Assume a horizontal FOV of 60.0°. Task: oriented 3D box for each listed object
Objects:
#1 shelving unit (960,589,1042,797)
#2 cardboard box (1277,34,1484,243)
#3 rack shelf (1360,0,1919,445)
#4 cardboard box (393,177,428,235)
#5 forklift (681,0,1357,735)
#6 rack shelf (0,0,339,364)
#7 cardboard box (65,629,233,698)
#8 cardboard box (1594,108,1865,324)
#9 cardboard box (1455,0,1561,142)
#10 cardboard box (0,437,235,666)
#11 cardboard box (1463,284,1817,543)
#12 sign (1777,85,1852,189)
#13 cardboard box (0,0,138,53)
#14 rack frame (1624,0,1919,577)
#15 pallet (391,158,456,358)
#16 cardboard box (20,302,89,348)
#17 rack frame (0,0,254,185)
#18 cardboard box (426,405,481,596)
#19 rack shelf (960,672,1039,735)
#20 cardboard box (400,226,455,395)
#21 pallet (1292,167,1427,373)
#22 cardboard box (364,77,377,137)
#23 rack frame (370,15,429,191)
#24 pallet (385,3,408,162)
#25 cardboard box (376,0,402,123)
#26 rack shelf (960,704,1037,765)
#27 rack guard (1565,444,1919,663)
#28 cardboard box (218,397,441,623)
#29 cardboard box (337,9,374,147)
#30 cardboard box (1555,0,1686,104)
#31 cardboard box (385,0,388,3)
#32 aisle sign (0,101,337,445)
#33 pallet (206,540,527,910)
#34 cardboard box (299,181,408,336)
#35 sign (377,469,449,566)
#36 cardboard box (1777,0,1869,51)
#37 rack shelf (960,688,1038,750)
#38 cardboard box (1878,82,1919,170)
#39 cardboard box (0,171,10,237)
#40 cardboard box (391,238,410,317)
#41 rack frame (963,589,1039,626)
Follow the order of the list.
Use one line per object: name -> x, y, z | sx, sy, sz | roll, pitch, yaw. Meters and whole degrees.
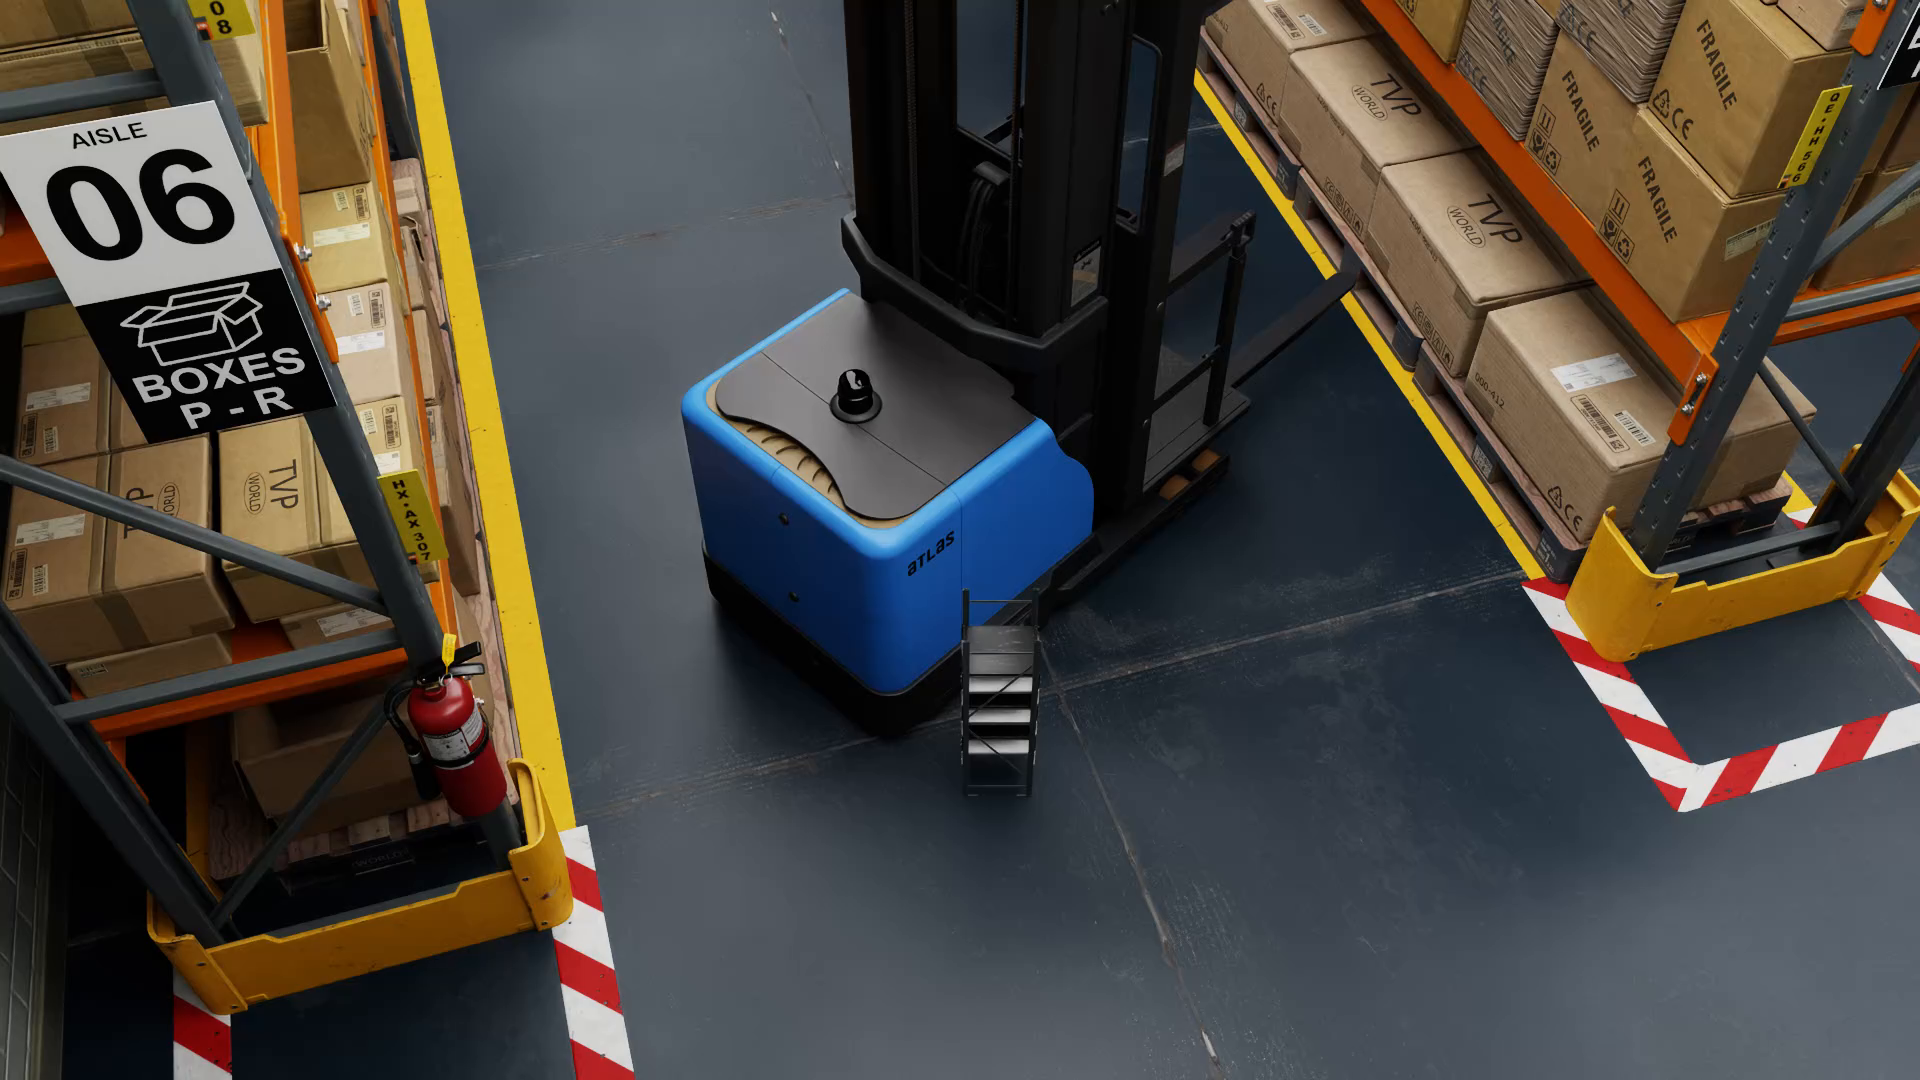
shelving unit -> 0.129, 0.523, 5.510 | 0.258, 0.900, 0.210 | 0, 50, 0
cardboard box -> 2.054, -1.869, 7.555 | 0.875, 0.438, 0.875 | -15, 51, -12
rack shelf -> 2.297, -2.003, 6.737 | 1.077, 0.370, 4.000 | -13, 51, -11
cardboard box -> -2.590, -1.447, 7.388 | 0.380, 0.149, 0.250 | -15, 51, -12
forklift -> 0.434, -1.288, 5.708 | 1.130, 2.935, 3.031 | 36, 59, 27
rack shelf -> -2.443, -1.845, 4.642 | 1.077, 0.370, 4.000 | -13, 51, -11
cardboard box -> -2.206, 0.250, 4.531 | 0.380, 0.149, 0.250 | -14, 51, -11
cardboard box -> 2.493, -1.099, 5.439 | 0.500, 0.500, 0.500 | -13, 51, -11
cardboard box -> 2.198, -1.843, 6.066 | 0.500, 0.500, 0.500 | -12, 51, -10
cardboard box -> -2.242, 0.027, 4.459 | 0.500, 0.250, 0.500 | -12, 51, -10
cardboard box -> 2.598, -0.543, 6.437 | 0.875, 0.438, 0.875 | -15, 51, -12
sign -> 2.366, -1.112, 4.603 | 0.100, 0.325, 0.005 | -13, 51, -11
cardboard box -> -1.743, -1.206, 3.209 | 0.500, 0.250, 0.500 | -14, 51, -11
rack frame -> 2.889, -0.775, 5.231 | 1.000, 3.000, 0.127 | -13, 51, -11
pallet -> -2.833, -1.170, 7.388 | 1.003, 0.211, 1.213 | -13, 51, -11
cardboard box -> -2.535, -0.713, 5.082 | 0.500, 0.250, 0.500 | -12, 51, -10
rack frame -> -1.852, -1.583, 1.989 | 1.000, 3.000, 0.127 | -13, 51, -11
cardboard box -> -2.158, -0.080, 6.006 | 0.700, 0.500, 0.500 | -11, 51, -9
rack shelf -> 0.129, 0.545, 5.536 | 0.258, 0.077, 0.200 | 0, 50, 0
cardboard box -> -2.465, -0.839, 6.645 | 0.700, 0.500, 0.500 | -15, 52, -12
pallet -> 2.220, -1.331, 7.524 | 1.003, 0.211, 1.213 | -13, 51, -11
cardboard box -> -2.348, -1.567, 6.063 | 0.380, 0.149, 0.250 | -14, 51, -12
rack frame -> -3.035, -2.571, 6.745 | 1.000, 3.000, 0.127 | -13, 51, -11
pallet -> -3.312, -2.258, 8.305 | 1.003, 0.211, 1.213 | -13, 51, -11
cardboard box -> -2.963, -2.305, 7.881 | 0.500, 0.500, 0.500 | -11, 51, -9
rack shelf -> 0.129, 0.661, 5.673 | 0.258, 0.077, 0.200 | 0, 50, 0
rack guard -> 2.896, 0.049, 6.172 | 1.175, 0.500, 0.348 | -13, 51, -11
cardboard box -> -1.729, -0.089, 4.557 | 0.500, 0.250, 0.500 | -13, 51, -11
cardboard box -> -2.354, -1.572, 5.807 | 0.500, 0.250, 0.500 | -14, 51, -11
cardboard box -> 2.336, -1.802, 5.378 | 0.500, 0.500, 0.500 | -13, 51, -11
cardboard box -> -3.273, -3.057, 8.515 | 0.500, 0.500, 0.500 | -15, 51, -12
aisle sign -> -1.551, -0.504, 3.302 | 0.394, 0.787, 0.004 | -13, 51, -11
pallet -> -2.111, 0.612, 5.886 | 1.003, 0.211, 1.213 | -13, 51, -11
cardboard box -> -2.031, -0.827, 5.178 | 0.500, 0.250, 0.500 | -14, 51, -12
sign -> -1.334, -0.051, 4.055 | 0.100, 0.325, 0.005 | -13, 51, -11
cardboard box -> 2.591, -1.555, 4.745 | 0.380, 0.149, 0.250 | -13, 51, -10
rack shelf -> 0.129, 0.603, 5.604 | 0.258, 0.077, 0.200 | 0, 50, 0
cardboard box -> 3.019, -1.544, 5.160 | 0.500, 0.500, 0.500 | -14, 51, -12
cardboard box -> -2.168, -0.717, 3.384 | 0.380, 0.149, 0.250 | -12, 51, -10
cardboard box -> -2.021, -0.823, 5.436 | 0.380, 0.149, 0.250 | -15, 51, -12
rack frame -> 0.129, 0.445, 5.576 | 0.240, 0.900, 0.006 | 0, 50, 0
